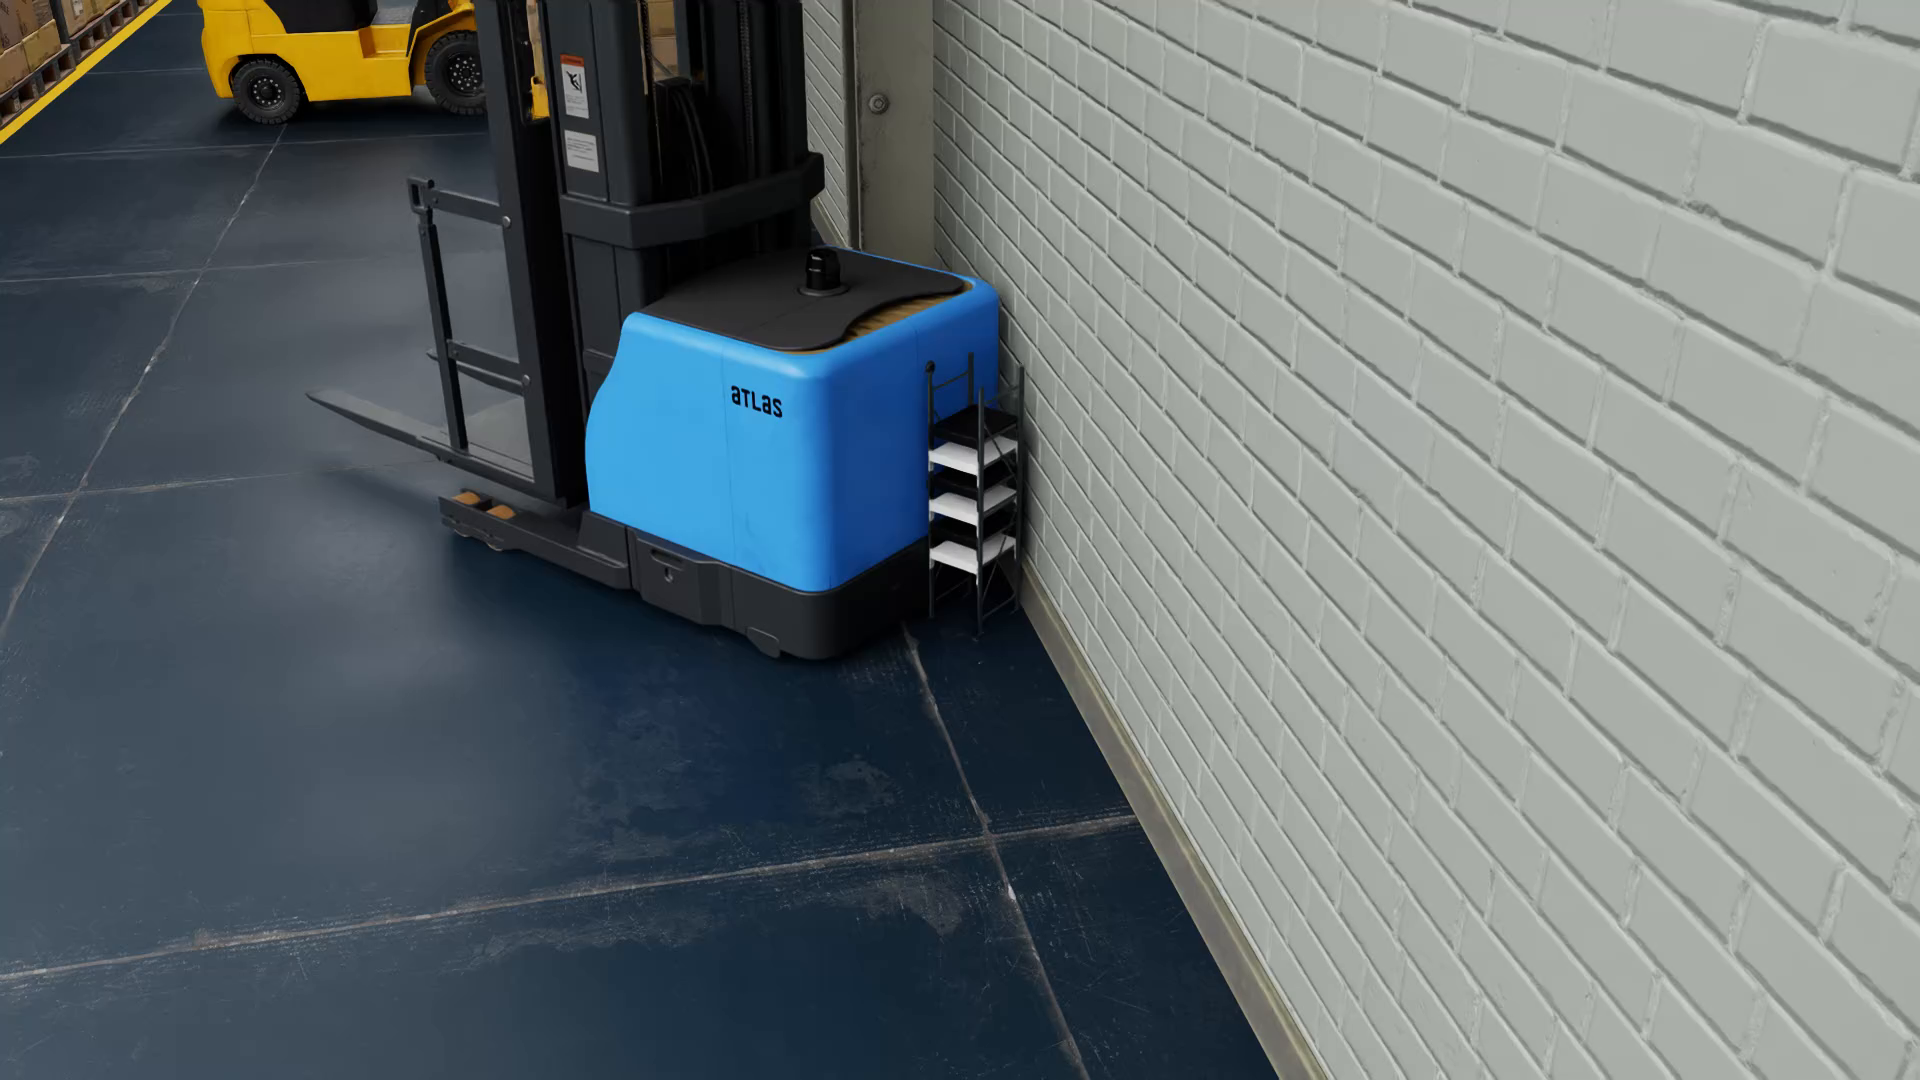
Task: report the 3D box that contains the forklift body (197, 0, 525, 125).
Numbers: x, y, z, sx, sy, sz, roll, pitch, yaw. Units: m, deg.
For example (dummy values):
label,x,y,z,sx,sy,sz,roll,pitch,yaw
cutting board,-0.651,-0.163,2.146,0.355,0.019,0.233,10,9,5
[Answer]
label,x,y,z,sx,sy,sz,roll,pitch,yaw
forklift body,-4.569,-4.369,12.519,2.313,2.155,1.214,-6,27,-12

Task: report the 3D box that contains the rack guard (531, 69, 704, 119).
label,x,y,z,sx,sy,sz,roll,pitch,yaw
rack guard,-2.359,-2.974,11.588,1.175,0.500,0.348,-6,27,-12

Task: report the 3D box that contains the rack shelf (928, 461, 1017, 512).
label,x,y,z,sx,sy,sz,roll,pitch,yaw
rack shelf,0.051,-0.195,5.509,0.200,0.077,0.258,19,33,32

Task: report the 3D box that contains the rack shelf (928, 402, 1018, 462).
label,x,y,z,sx,sy,sz,roll,pitch,yaw
rack shelf,0.052,-0.356,5.427,0.200,0.077,0.258,19,33,32

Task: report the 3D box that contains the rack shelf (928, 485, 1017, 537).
label,x,y,z,sx,sy,sz,roll,pitch,yaw
rack shelf,0.051,-0.115,5.550,0.200,0.077,0.258,19,33,32

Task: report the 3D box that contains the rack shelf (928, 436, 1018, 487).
label,x,y,z,sx,sy,sz,roll,pitch,yaw
rack shelf,0.052,-0.276,5.468,0.200,0.077,0.258,19,33,32

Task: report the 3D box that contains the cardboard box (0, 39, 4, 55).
label,x,y,z,sx,sy,sz,roll,pitch,yaw
cardboard box,-7.345,-3.732,12.069,0.500,0.500,0.500,-5,27,-11

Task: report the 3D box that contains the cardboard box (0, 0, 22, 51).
label,x,y,z,sx,sy,sz,roll,pitch,yaw
cardboard box,-7.474,-3.966,12.532,0.500,0.500,0.500,-5,27,-9

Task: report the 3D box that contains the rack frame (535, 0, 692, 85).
label,x,y,z,sx,sy,sz,roll,pitch,yaw
rack frame,-2.364,-4.101,11.045,1.000,3.000,0.127,-6,27,-12

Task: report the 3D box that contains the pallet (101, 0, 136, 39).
label,x,y,z,sx,sy,sz,roll,pitch,yaw
pallet,-8.556,-4.984,15.891,1.003,0.211,1.213,-6,27,-12

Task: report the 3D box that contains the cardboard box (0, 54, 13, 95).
label,x,y,z,sx,sy,sz,roll,pitch,yaw
cardboard box,-7.355,-3.400,12.243,0.500,0.250,0.500,-4,27,-8

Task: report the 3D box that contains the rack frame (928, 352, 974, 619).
label,x,y,z,sx,sy,sz,roll,pitch,yaw
rack frame,-0.030,-0.173,5.589,0.006,0.900,0.240,19,33,32

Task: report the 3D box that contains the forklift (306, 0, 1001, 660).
label,x,y,z,sx,sy,sz,roll,pitch,yaw
forklift,-1.337,-1.439,5.848,3.031,2.935,1.130,19,32,32

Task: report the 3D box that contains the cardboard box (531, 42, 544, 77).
label,x,y,z,sx,sy,sz,roll,pitch,yaw
cardboard box,-2.779,-3.466,11.818,0.500,0.250,0.500,-6,27,-12

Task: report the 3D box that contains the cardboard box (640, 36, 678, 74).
label,x,y,z,sx,sy,sz,roll,pitch,yaw
cardboard box,-2.268,-3.511,11.908,0.500,0.250,0.500,-5,27,-11

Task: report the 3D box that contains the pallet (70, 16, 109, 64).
label,x,y,z,sx,sy,sz,roll,pitch,yaw
pallet,-8.278,-4.448,14.828,1.003,0.211,1.213,-6,27,-12

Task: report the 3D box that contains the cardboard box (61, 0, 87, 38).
label,x,y,z,sx,sy,sz,roll,pitch,yaw
cardboard box,-8.221,-4.595,14.476,0.950,0.372,0.625,-6,27,-11

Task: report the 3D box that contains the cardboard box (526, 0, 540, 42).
label,x,y,z,sx,sy,sz,roll,pitch,yaw
cardboard box,-2.772,-3.677,11.683,0.500,0.250,0.500,-5,27,-10

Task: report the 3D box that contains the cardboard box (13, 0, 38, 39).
label,x,y,z,sx,sy,sz,roll,pitch,yaw
cardboard box,-7.590,-4.190,12.976,0.500,0.500,0.500,-5,27,-11

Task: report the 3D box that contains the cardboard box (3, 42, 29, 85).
label,x,y,z,sx,sy,sz,roll,pitch,yaw
cardboard box,-7.466,-3.622,12.683,0.500,0.250,0.500,-6,27,-11

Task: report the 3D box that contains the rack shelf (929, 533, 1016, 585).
label,x,y,z,sx,sy,sz,roll,pitch,yaw
rack shelf,0.051,0.045,5.632,0.200,0.077,0.258,19,33,32

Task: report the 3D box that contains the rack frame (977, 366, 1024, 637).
label,x,y,z,sx,sy,sz,roll,pitch,yaw
rack frame,0.133,-0.117,5.481,0.006,0.900,0.240,19,33,32

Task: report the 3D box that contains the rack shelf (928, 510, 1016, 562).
label,x,y,z,sx,sy,sz,roll,pitch,yaw
rack shelf,0.051,-0.035,5.591,0.200,0.077,0.258,19,33,32

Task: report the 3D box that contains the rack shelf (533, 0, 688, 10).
label,x,y,z,sx,sy,sz,roll,pitch,yaw
rack shelf,-2.815,-4.657,12.947,1.077,0.370,4.000,-6,27,-12

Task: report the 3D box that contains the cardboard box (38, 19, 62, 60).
label,x,y,z,sx,sy,sz,roll,pitch,yaw
cardboard box,-7.706,-4.079,13.587,0.500,0.250,0.500,-5,27,-9

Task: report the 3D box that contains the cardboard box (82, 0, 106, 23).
label,x,y,z,sx,sy,sz,roll,pitch,yaw
cardboard box,-8.387,-4.911,15.100,0.950,0.372,0.625,-4,27,-8

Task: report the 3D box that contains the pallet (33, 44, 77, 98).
label,x,y,z,sx,sy,sz,roll,pitch,yaw
pallet,-7.915,-3.815,13.574,1.003,0.211,1.213,-6,27,-12

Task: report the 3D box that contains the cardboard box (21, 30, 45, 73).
label,x,y,z,sx,sy,sz,roll,pitch,yaw
cardboard box,-7.576,-3.846,13.126,0.500,0.250,0.500,-7,28,-13

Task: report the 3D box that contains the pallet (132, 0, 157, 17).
label,x,y,z,sx,sy,sz,roll,pitch,yaw
pallet,-8.828,-5.519,16.950,1.003,0.211,1.213,-6,27,-12

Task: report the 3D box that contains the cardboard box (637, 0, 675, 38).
label,x,y,z,sx,sy,sz,roll,pitch,yaw
cardboard box,-2.288,-3.737,11.801,0.500,0.250,0.500,-6,27,-12

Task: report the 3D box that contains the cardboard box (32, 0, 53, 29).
label,x,y,z,sx,sy,sz,roll,pitch,yaw
cardboard box,-7.706,-4.413,13.418,0.500,0.500,0.500,-6,27,-12

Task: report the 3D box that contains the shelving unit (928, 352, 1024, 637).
label,x,y,z,sx,sy,sz,roll,pitch,yaw
shelving unit,0.051,-0.145,5.535,0.210,0.900,0.258,19,33,32

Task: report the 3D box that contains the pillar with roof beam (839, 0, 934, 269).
label,x,y,z,sx,sy,sz,roll,pitch,yaw
pillar with roof beam,-4.485,-4.105,4.396,9.100,9.000,0.400,-6,27,-12

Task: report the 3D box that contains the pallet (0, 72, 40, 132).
label,x,y,z,sx,sy,sz,roll,pitch,yaw
pallet,-7.637,-3.278,12.511,1.003,0.211,1.213,-6,27,-12

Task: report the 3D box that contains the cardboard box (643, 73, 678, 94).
label,x,y,z,sx,sy,sz,roll,pitch,yaw
cardboard box,-2.284,-3.296,12.037,0.500,0.250,0.500,-6,27,-11

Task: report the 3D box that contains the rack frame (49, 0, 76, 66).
label,x,y,z,sx,sy,sz,roll,pitch,yaw
rack frame,-8.101,-5.351,13.522,1.000,3.000,0.127,-6,27,-12

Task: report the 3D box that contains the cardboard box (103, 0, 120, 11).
label,x,y,z,sx,sy,sz,roll,pitch,yaw
cardboard box,-8.545,-5.216,15.705,0.950,0.372,0.625,-5,27,-10
